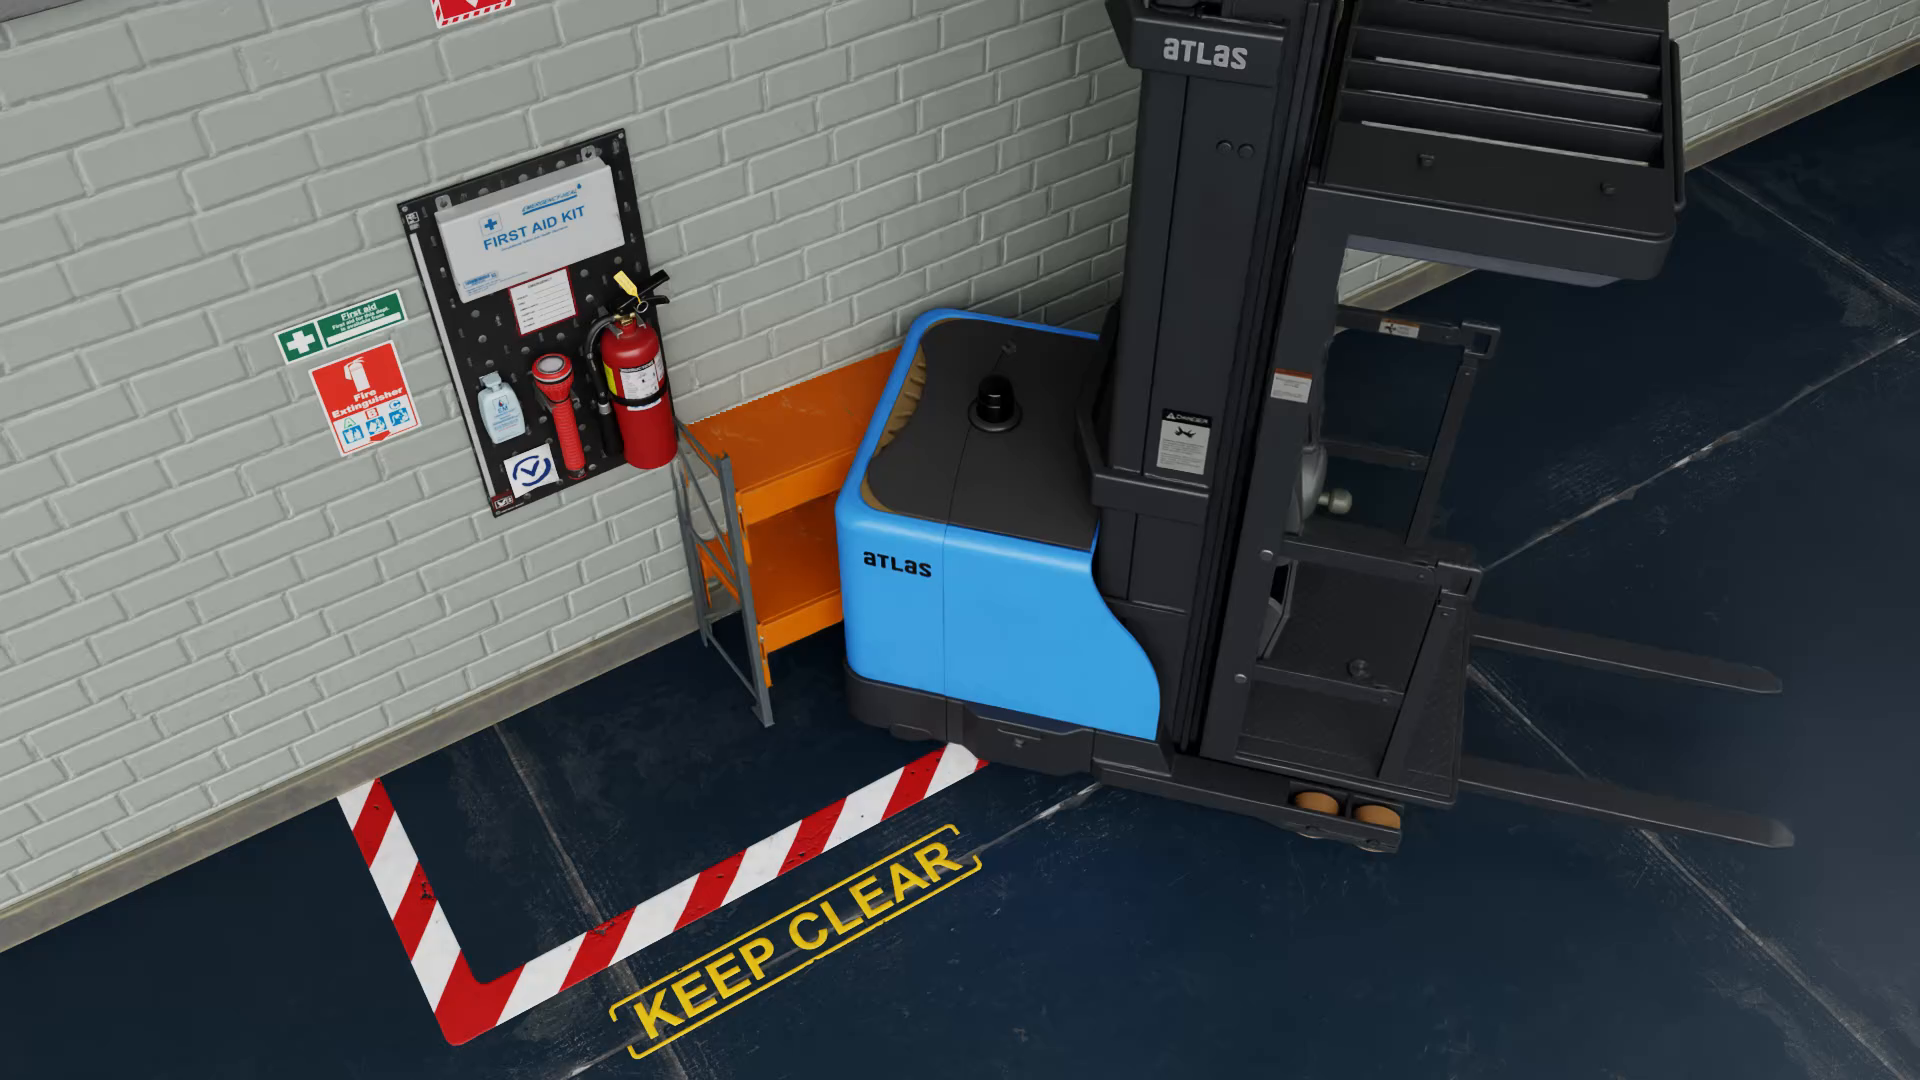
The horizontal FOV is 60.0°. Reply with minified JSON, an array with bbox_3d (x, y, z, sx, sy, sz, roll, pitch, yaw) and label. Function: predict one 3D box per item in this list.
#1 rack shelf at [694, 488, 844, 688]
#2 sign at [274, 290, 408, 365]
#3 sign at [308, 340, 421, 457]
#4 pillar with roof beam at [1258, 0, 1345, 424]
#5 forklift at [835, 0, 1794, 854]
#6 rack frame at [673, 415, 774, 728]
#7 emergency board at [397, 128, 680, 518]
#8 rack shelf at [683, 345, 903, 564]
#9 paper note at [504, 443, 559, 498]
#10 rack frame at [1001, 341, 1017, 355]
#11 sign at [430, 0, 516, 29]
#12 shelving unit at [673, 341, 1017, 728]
[{"bbox_3d":[-0.359,0.067,5.785,1.000,0.278,0.538,-23,44,-23],"label":"rack shelf"},{"bbox_3d":[-1.619,-0.558,4.360,0.331,0.109,0.001,-25,53,-21],"label":"sign"},{"bbox_3d":[-1.628,-0.386,4.561,0.234,0.329,0.001,-25,53,-21],"label":"sign"},{"bbox_3d":[3.302,-0.766,0.906,0.400,9.000,9.100,-25,53,-21],"label":"pillar with roof beam"},{"bbox_3d":[1.187,-0.414,4.656,3.031,2.935,1.130,11,49,10],"label":"forklift"},{"bbox_3d":[-0.800,0.065,5.433,0.032,1.125,0.500,-23,44,-23],"label":"rack frame"},{"bbox_3d":[-1.105,-0.529,4.713,0.643,1.169,0.194,-25,53,-21],"label":"emergency board"},{"bbox_3d":[-0.383,-0.347,5.444,1.000,0.278,0.538,-23,44,-23],"label":"rack shelf"},{"bbox_3d":[-1.292,-0.209,5.018,0.142,0.148,0.016,-25,53,-21],"label":"paper note"},{"bbox_3d":[0.060,-0.308,5.827,0.032,1.125,0.500,-23,44,-23],"label":"rack frame"},{"bbox_3d":[-1.165,-1.360,3.900,0.199,0.298,0.001,-25,53,-21],"label":"sign"},{"bbox_3d":[-0.370,-0.121,5.630,1.048,1.125,0.538,-23,44,-23],"label":"shelving unit"}]
